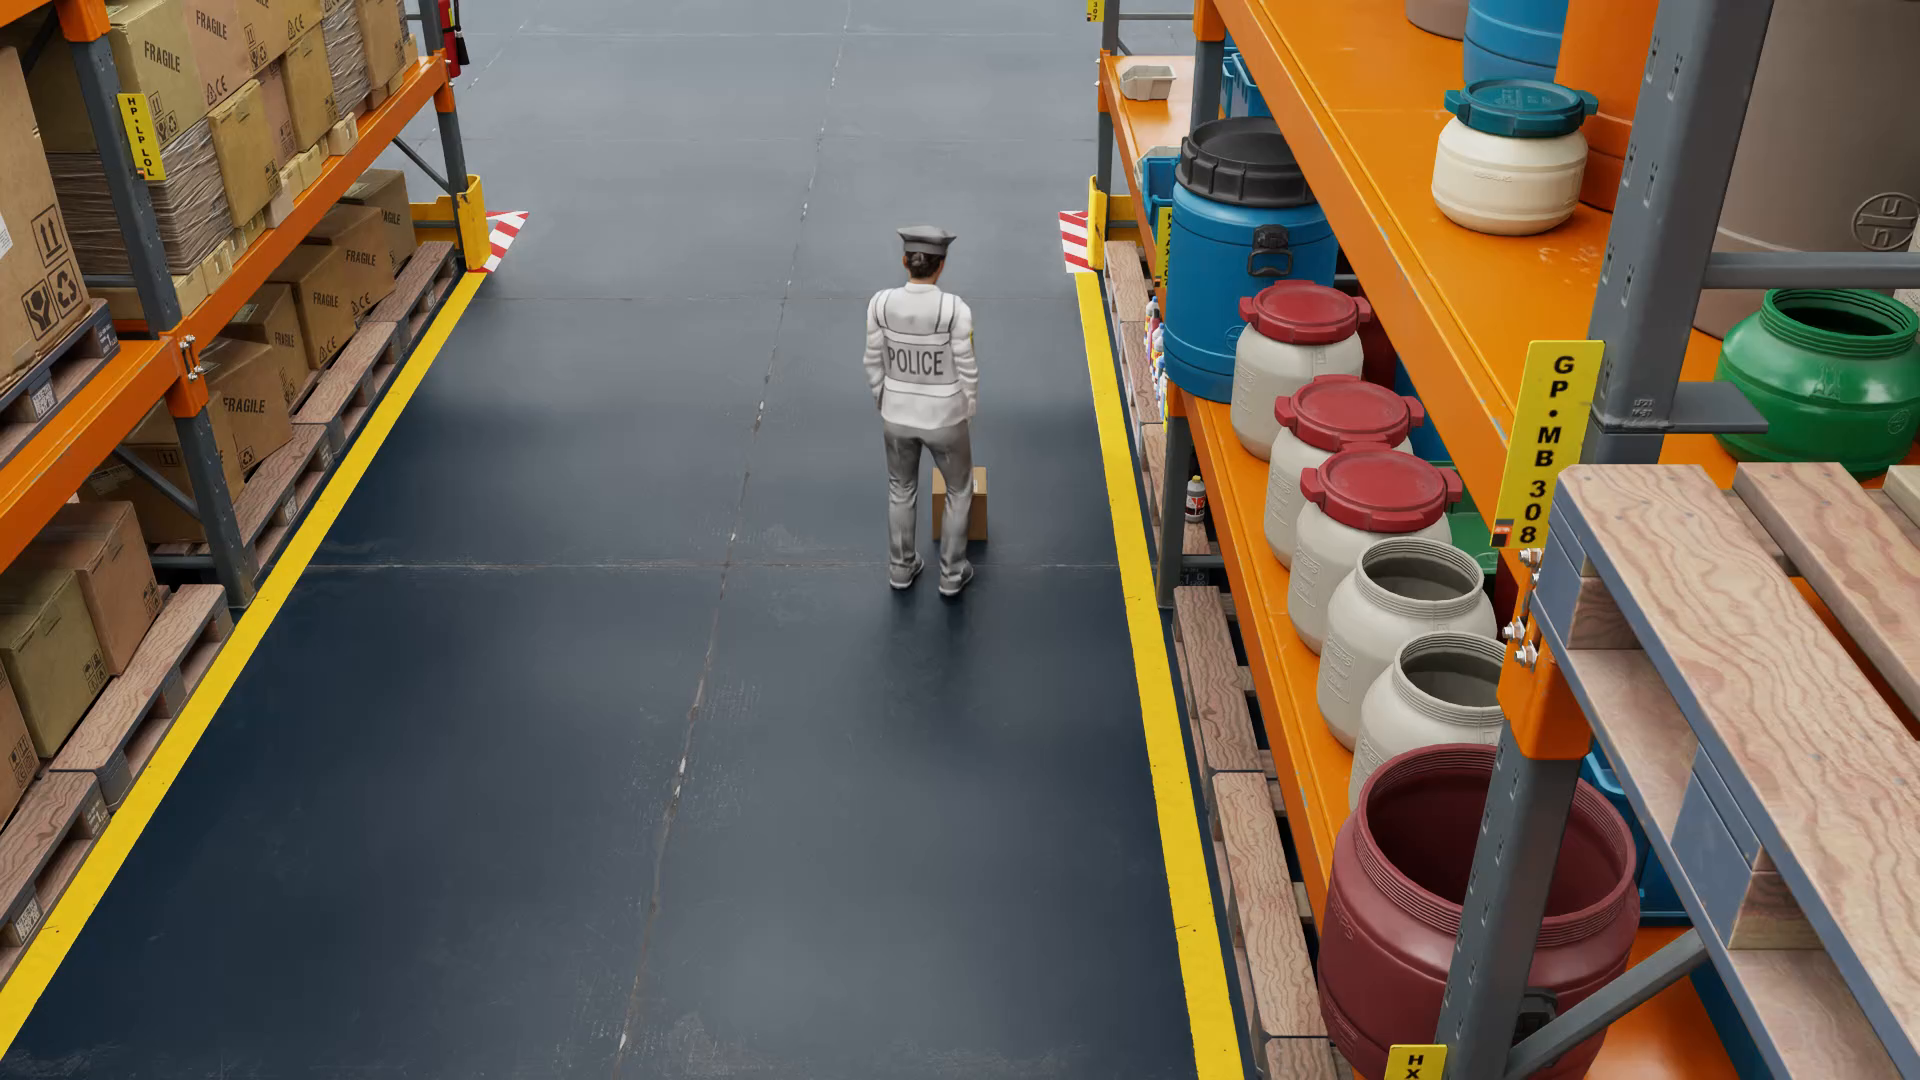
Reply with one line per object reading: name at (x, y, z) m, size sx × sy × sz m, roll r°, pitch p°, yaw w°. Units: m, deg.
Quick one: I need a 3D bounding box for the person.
person at (-0.157, -0.525, 7.018) m, size 0.492 × 1.642 × 0.412 m, roll 9°, pitch 33°, yaw 14°
